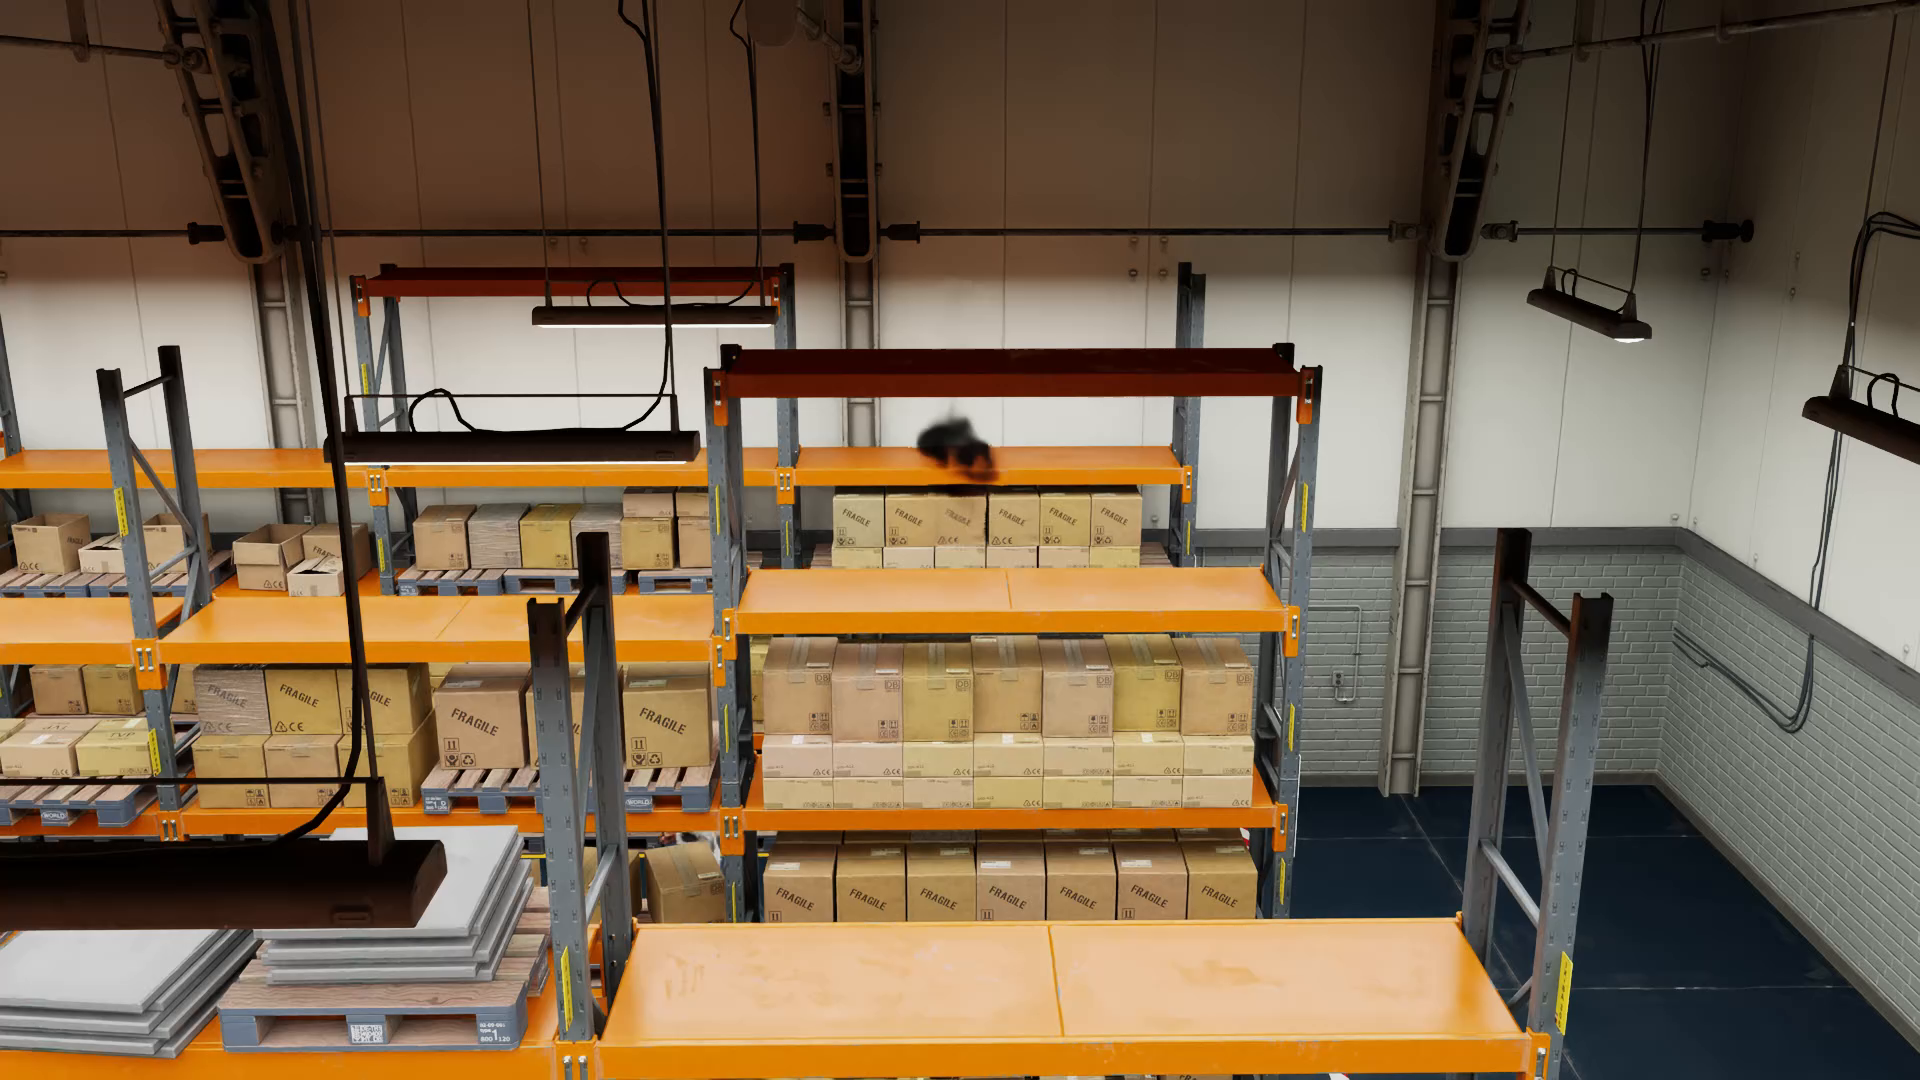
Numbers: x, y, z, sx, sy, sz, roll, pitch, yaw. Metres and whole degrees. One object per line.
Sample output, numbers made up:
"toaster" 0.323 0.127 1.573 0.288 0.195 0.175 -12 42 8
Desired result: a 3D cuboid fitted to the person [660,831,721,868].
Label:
"person" -2.257 2.877 14.520 0.878 1.792 0.669 1 16 2
